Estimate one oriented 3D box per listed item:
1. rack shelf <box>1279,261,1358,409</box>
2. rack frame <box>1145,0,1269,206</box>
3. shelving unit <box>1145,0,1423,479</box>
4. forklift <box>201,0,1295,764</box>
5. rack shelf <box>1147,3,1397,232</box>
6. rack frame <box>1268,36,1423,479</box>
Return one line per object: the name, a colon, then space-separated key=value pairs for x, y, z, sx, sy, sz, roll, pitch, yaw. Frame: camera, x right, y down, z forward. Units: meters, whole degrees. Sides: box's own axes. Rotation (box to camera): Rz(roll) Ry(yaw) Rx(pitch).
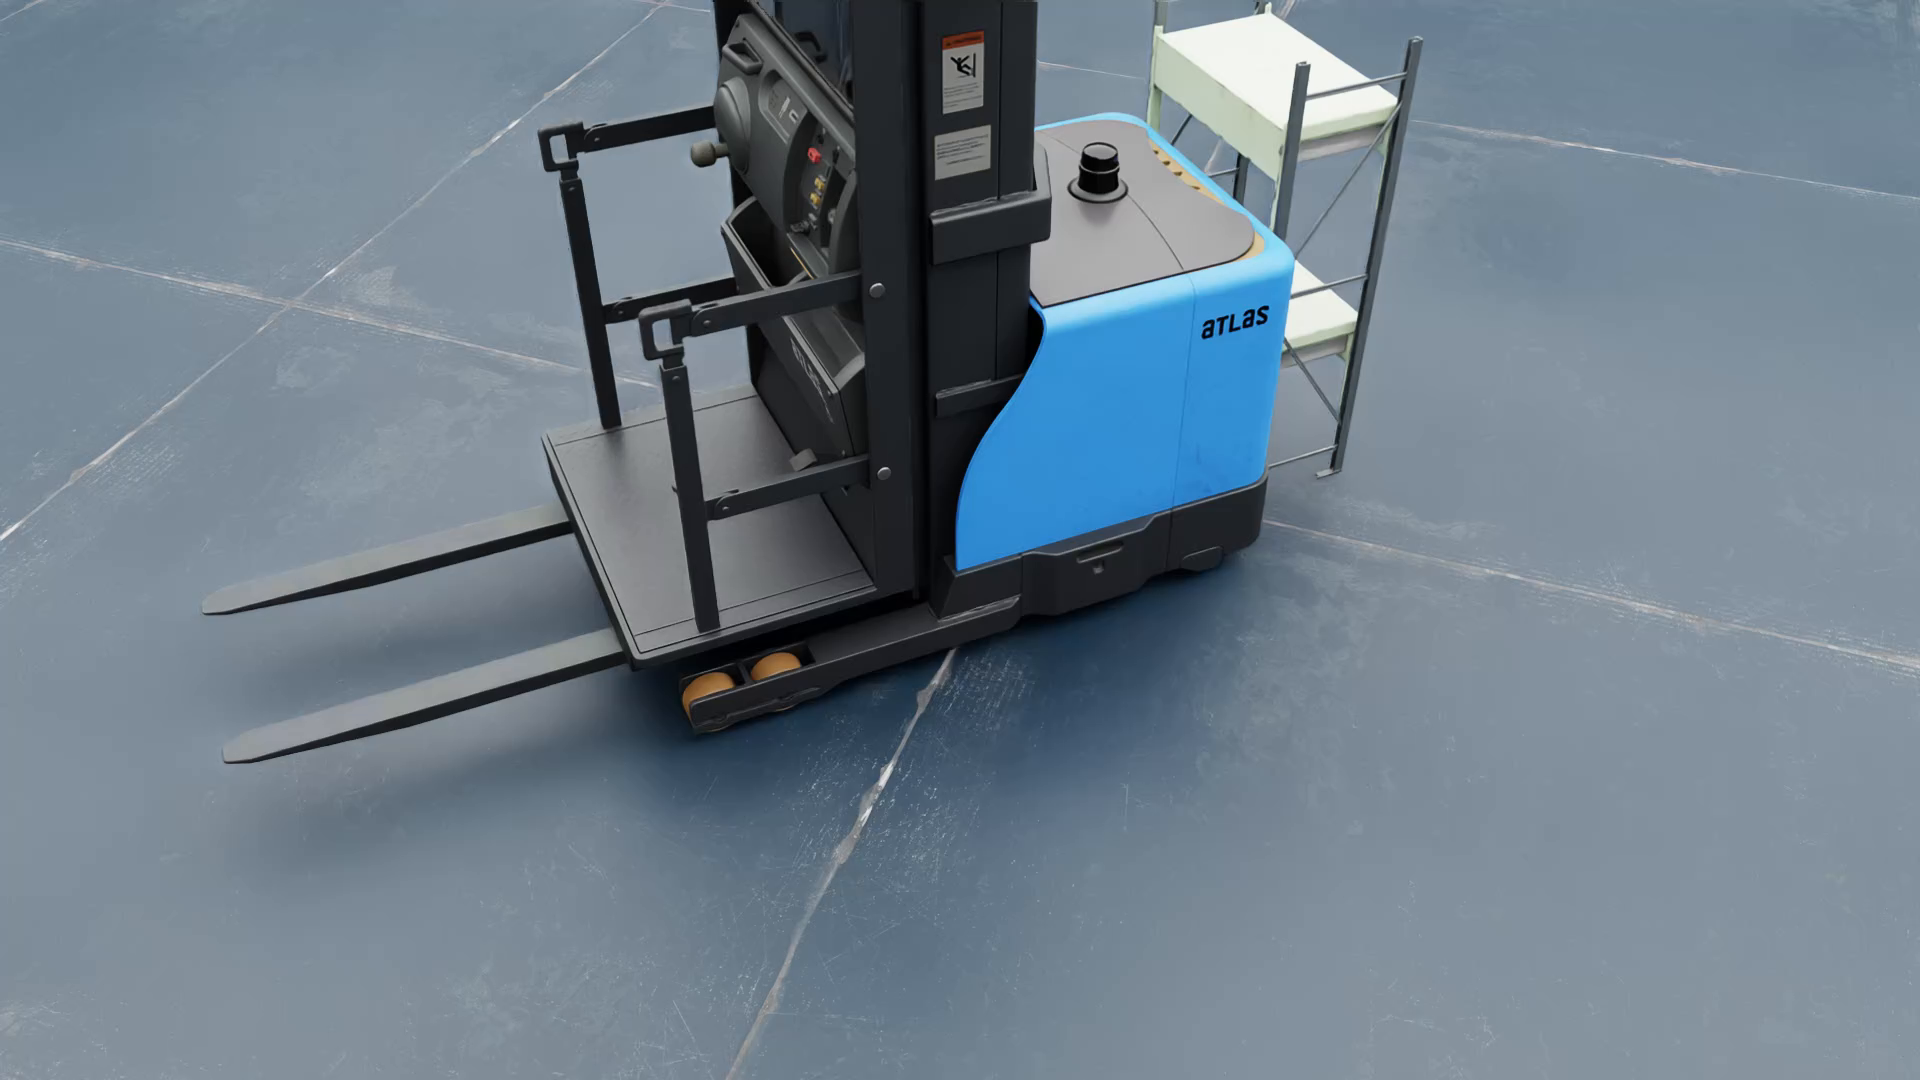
rack shelf: x=0.926 y=-0.716 z=5.436 sx=0.431 sy=0.370 sz=0.720 roll=-17 pitch=43 yaw=-19
rack frame: x=0.772 y=-1.180 z=5.477 sx=0.400 sy=1.500 sz=0.023 roll=-17 pitch=43 yaw=-19
shelving unit: x=0.926 y=-0.964 z=5.225 sx=0.431 sy=1.500 sz=0.755 roll=-17 pitch=43 yaw=-19
forklift: x=-0.629 y=-0.974 z=4.133 sx=3.031 sy=2.935 sz=1.130 roll=-16 pitch=43 yaw=-18
rack shelf: x=0.926 y=-1.261 z=4.971 sx=0.431 sy=0.370 sz=0.720 roll=-17 pitch=43 yaw=-19
rack frame: x=1.080 y=-0.749 z=4.972 sx=0.400 sy=1.500 sz=0.023 roll=-17 pitch=43 yaw=-19
